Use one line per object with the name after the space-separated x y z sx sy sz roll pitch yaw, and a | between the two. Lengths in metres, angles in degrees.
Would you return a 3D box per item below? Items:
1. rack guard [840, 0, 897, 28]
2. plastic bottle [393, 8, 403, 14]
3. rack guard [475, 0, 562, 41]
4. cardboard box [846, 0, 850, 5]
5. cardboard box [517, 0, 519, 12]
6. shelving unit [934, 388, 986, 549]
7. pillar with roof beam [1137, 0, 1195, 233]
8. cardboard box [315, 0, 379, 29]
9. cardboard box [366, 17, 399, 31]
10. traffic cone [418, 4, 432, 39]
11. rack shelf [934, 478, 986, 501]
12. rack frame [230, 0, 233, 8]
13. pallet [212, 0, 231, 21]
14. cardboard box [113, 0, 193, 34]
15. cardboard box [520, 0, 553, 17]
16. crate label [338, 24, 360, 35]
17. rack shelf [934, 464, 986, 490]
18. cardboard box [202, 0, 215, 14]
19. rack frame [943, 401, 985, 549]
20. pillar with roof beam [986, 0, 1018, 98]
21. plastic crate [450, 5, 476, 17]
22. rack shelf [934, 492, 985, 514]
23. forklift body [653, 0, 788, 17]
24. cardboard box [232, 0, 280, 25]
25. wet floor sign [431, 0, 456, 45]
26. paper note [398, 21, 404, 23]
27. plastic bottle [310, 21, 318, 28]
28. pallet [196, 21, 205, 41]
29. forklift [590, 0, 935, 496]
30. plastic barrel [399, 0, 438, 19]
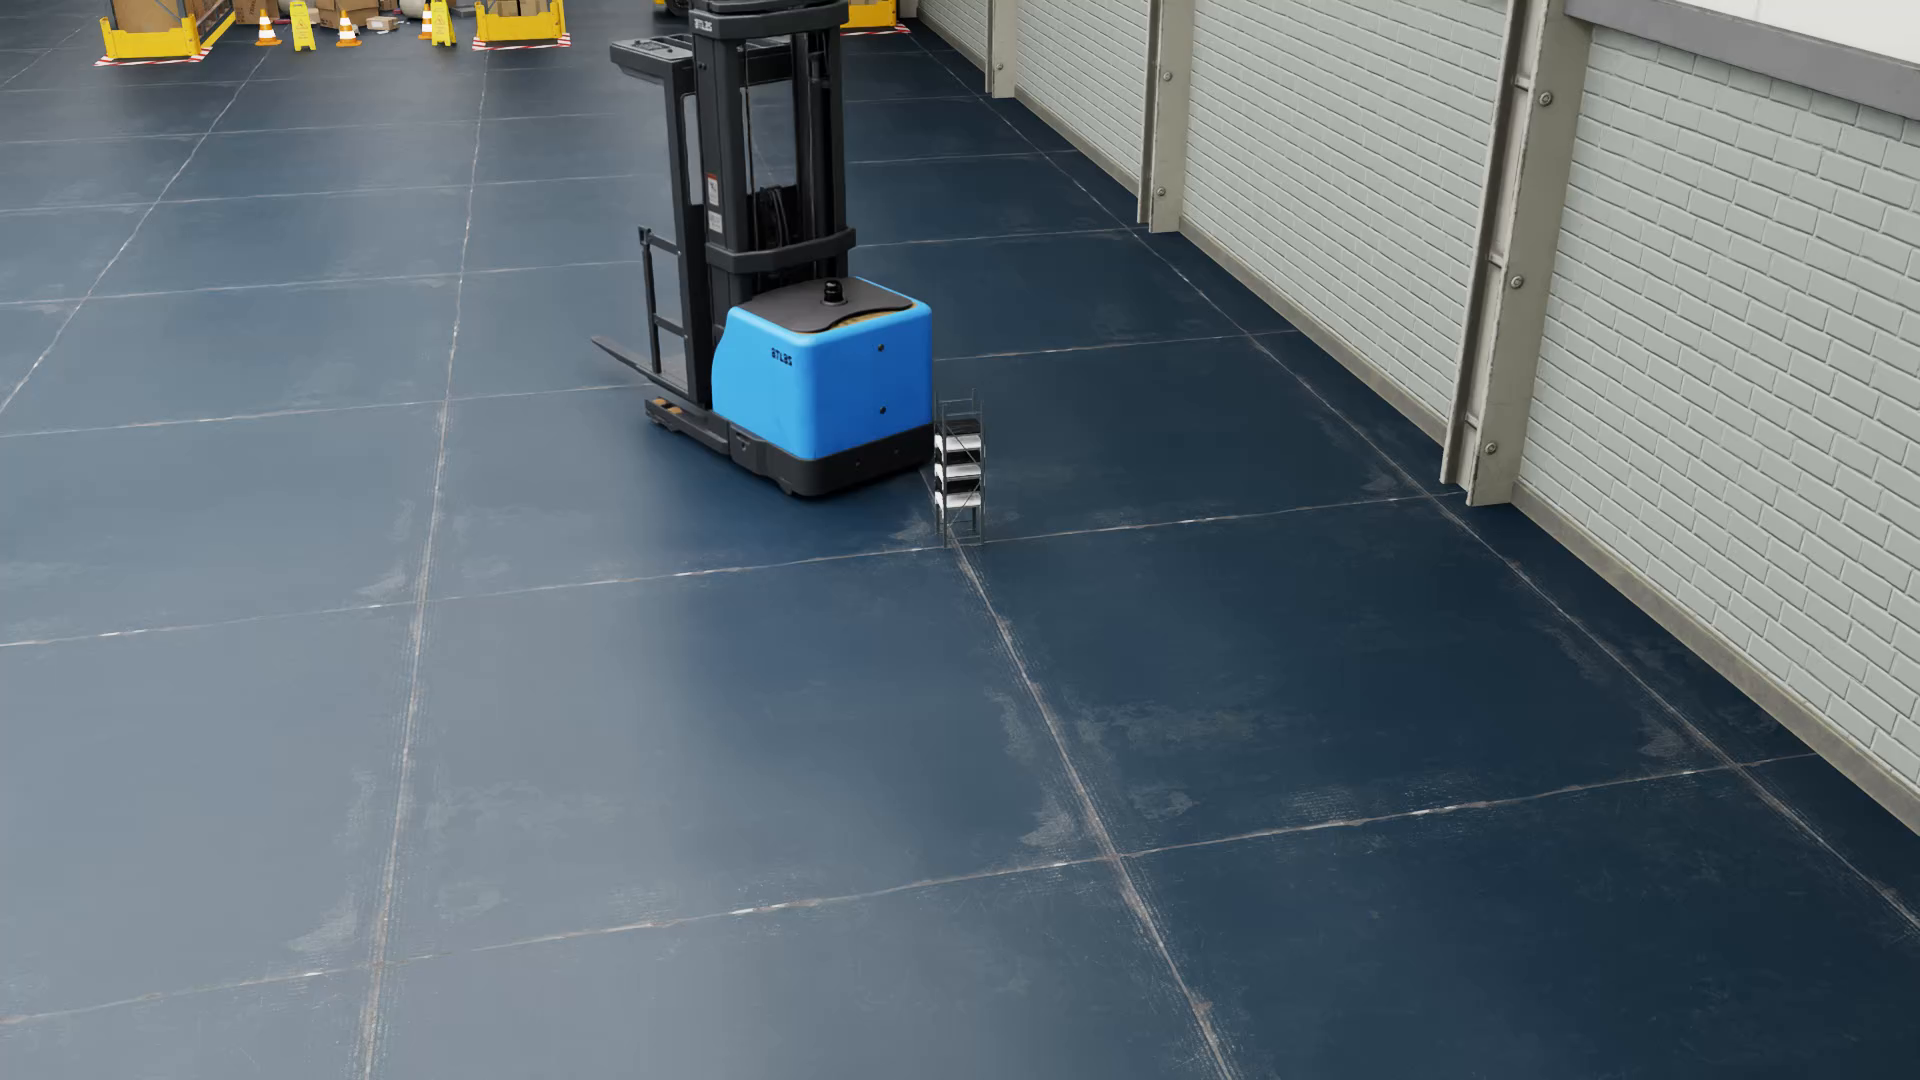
-1.553 -8.024 25.093 1.175 0.500 0.348 -6 27 -12 | rack guard
-8.831 -8.332 26.190 0.133 0.061 0.283 -1 27 -3 | plastic bottle
-6.411 -7.562 24.178 1.175 0.500 0.348 -6 27 -12 | rack guard
-1.972 -8.285 25.421 0.500 0.250 0.500 -6 27 -11 | cardboard box
-6.947 -8.161 25.175 0.500 0.250 0.500 -6 27 -11 | cardboard box
-0.002 -0.405 9.554 0.258 0.900 0.210 -6 27 -12 | shelving unit
-2.327 -6.521 12.683 9.100 9.000 0.400 -6 27 -12 | pillar with roof beam
-9.256 -8.045 25.130 0.637 0.503 0.797 19 32 32 | cardboard box
-8.657 -7.742 24.924 0.380 0.149 0.250 8 28 15 | cardboard box
-7.747 -7.570 24.235 0.336 0.463 0.334 -6 27 -12 | traffic cone
-0.002 -0.295 9.610 0.258 0.077 0.200 -6 27 -12 | rack shelf
-12.095 -9.854 25.944 1.000 3.000 0.127 -6 27 -12 | rack frame
-12.000 -8.267 25.895 1.003 0.211 1.213 -6 27 -12 | pallet
-11.411 -7.628 23.426 0.875 0.875 0.875 -6 27 -11 | cardboard box
-6.306 -7.987 24.831 0.500 0.250 0.500 -6 27 -12 | cardboard box
-8.990 -7.502 24.461 0.250 0.136 0.298 -23 35 -38 | crate label
-0.002 -0.376 9.569 0.258 0.077 0.200 -6 27 -12 | rack shelf
-11.815 -8.414 24.984 0.875 0.875 0.875 -6 27 -11 | cardboard box
0.021 -0.361 9.466 0.240 0.900 0.006 -6 27 -12 | rack frame
-3.679 -9.155 17.901 9.100 9.000 0.400 -6 27 -12 | pillar with roof beam
-7.740 -8.325 26.155 0.402 0.080 0.583 -16 31 -29 | plastic crate
-0.002 -0.215 9.650 0.258 0.077 0.200 -6 27 -12 | rack shelf
-3.763 -9.419 26.024 2.313 2.155 1.214 -6 27 -12 | forklift body
-10.745 -8.162 25.363 0.500 0.500 0.500 -1 27 -3 | cardboard box
-7.393 -7.402 23.699 0.267 0.644 0.232 3 27 6 | wet floor sign
-8.591 -7.915 25.411 0.148 0.019 0.142 3 27 6 | paper note
-9.793 -7.780 25.097 0.133 0.061 0.283 -16 31 -29 | plastic bottle
-11.450 -7.196 23.773 1.003 0.211 1.213 -6 27 -12 | pallet
-1.487 -2.165 10.787 1.130 2.935 3.031 -21 33 -35 | forklift
-8.334 -8.248 25.621 0.512 0.421 0.421 13 30 24 | plastic barrel
